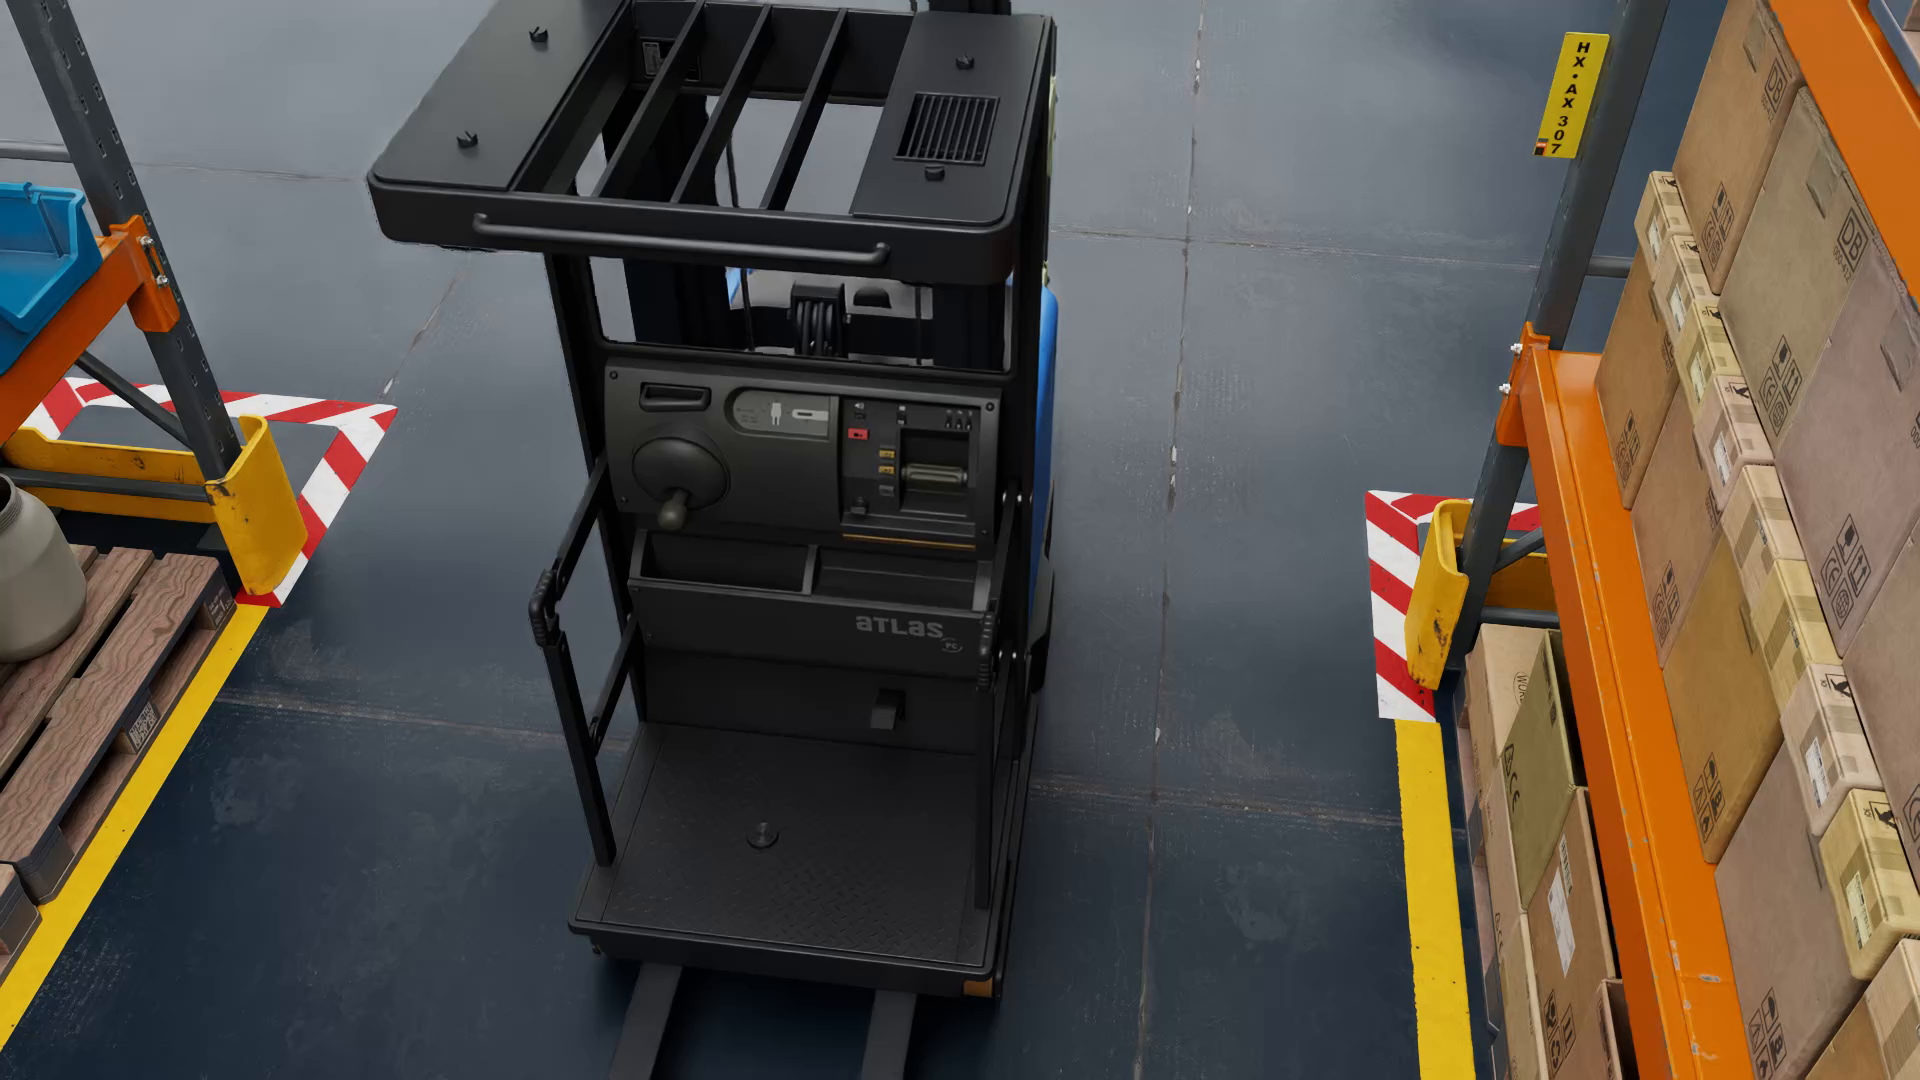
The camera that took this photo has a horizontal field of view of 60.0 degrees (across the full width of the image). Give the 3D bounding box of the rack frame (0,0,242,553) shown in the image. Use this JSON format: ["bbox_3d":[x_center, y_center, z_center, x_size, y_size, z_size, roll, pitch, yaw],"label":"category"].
[{"bbox_3d":[-2.888,-1.124,4.755,1.000,3.000,0.127,5,44,6],"label":"rack frame"}]

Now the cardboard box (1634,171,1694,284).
[{"bbox_3d":[1.756,-0.695,3.758,0.380,0.149,0.250,5,44,5],"label":"cardboard box"}]

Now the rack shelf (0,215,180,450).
[{"bbox_3d":[-3.152,0.501,3.563,1.077,0.370,4.000,5,44,6],"label":"rack shelf"}]

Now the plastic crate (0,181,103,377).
[{"bbox_3d":[-2.657,-0.701,4.417,0.499,0.251,0.616,5,44,6],"label":"plastic crate"}]

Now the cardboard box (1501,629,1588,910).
[{"bbox_3d":[1.666,0.589,4.095,0.500,0.500,0.500,5,44,6],"label":"cardboard box"}]

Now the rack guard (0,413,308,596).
[{"bbox_3d":[-2.851,-0.160,5.555,1.175,0.500,0.348,5,44,6],"label":"rack guard"}]

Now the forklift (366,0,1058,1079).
[{"bbox_3d":[-0.398,-0.106,3.730,1.130,2.935,3.031,5,44,6],"label":"forklift"}]

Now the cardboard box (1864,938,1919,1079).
[{"bbox_3d":[1.486,0.713,2.271,0.380,0.149,0.250,6,44,7],"label":"cardboard box"}]

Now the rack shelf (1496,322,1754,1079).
[{"bbox_3d":[1.757,0.953,3.085,1.077,0.370,4.000,5,44,6],"label":"rack shelf"}]

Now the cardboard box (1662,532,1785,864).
[{"bbox_3d":[1.811,0.306,3.173,0.700,0.500,0.500,6,44,6],"label":"cardboard box"}]

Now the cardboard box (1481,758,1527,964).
[{"bbox_3d":[1.668,0.861,4.353,0.500,0.250,0.500,5,44,6],"label":"cardboard box"}]

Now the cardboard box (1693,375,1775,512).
[{"bbox_3d":[1.654,-0.173,3.207,0.380,0.149,0.250,5,44,5],"label":"cardboard box"}]

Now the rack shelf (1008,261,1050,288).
[{"bbox_3d":[0.063,-0.634,5.802,0.431,0.370,0.720,5,44,6],"label":"rack shelf"}]

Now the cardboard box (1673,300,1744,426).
[{"bbox_3d":[1.690,-0.345,3.388,0.380,0.149,0.250,5,44,6],"label":"cardboard box"}]

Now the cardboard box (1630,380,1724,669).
[{"bbox_3d":[1.883,-0.032,3.529,0.700,0.500,0.500,6,44,7],"label":"cardboard box"}]

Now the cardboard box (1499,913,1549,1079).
[{"bbox_3d":[1.601,1.202,3.993,0.500,0.250,0.500,5,44,6],"label":"cardboard box"}]

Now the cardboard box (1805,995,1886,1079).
[{"bbox_3d":[1.679,1.014,2.425,0.700,0.500,0.500,6,44,6],"label":"cardboard box"}]

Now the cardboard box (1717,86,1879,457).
[{"bbox_3d":[1.876,-0.466,3.045,0.700,0.500,0.500,4,44,4],"label":"cardboard box"}]

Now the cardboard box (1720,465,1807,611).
[{"bbox_3d":[1.621,0.009,3.015,0.380,0.149,0.250,4,44,4],"label":"cardboard box"}]

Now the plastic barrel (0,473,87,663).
[{"bbox_3d":[-2.899,0.083,4.985,0.421,0.512,0.421,0,43,0],"label":"plastic barrel"}]

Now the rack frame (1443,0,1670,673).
[{"bbox_3d":[2.022,-0.671,4.277,1.000,3.000,0.127,5,44,6],"label":"rack frame"}]

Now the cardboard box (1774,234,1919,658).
[{"bbox_3d":[1.810,-0.123,2.682,0.700,0.500,0.500,5,44,6],"label":"cardboard box"}]

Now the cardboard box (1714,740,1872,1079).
[{"bbox_3d":[1.745,0.665,2.793,0.700,0.500,0.500,6,44,7],"label":"cardboard box"}]

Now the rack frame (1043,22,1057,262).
[{"bbox_3d":[0.112,-1.120,5.842,0.400,1.500,0.023,5,44,6],"label":"rack frame"}]

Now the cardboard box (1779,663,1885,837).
[{"bbox_3d":[1.552,0.353,2.652,0.380,0.149,0.250,6,44,6],"label":"cardboard box"}]

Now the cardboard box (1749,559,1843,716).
[{"bbox_3d":[1.588,0.183,2.831,0.380,0.149,0.250,5,44,5],"label":"cardboard box"}]

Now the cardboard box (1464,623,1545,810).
[{"bbox_3d":[1.730,0.520,4.713,0.500,0.250,0.500,5,44,6],"label":"cardboard box"}]

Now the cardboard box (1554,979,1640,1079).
[{"bbox_3d":[1.529,1.270,3.376,0.500,0.500,0.500,5,44,6],"label":"cardboard box"}]

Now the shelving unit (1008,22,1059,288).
[{"bbox_3d":[0.063,-0.870,5.578,0.431,1.500,0.755,5,44,6],"label":"shelving unit"}]

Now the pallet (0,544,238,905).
[{"bbox_3d":[-2.964,0.498,5.070,1.003,0.211,1.213,5,44,6],"label":"pallet"}]

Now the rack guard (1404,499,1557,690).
[{"bbox_3d":[2.025,0.220,5.154,1.175,0.500,0.348,5,44,6],"label":"rack guard"}]

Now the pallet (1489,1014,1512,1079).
[{"bbox_3d":[1.798,1.696,3.806,1.003,0.211,1.213,5,44,6],"label":"pallet"}]

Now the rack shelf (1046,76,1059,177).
[{"bbox_3d":[0.063,-1.154,5.310,0.431,0.370,0.720,5,44,6],"label":"rack shelf"}]

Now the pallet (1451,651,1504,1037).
[{"bbox_3d":[1.962,0.867,4.681,1.003,0.211,1.213,5,44,6],"label":"pallet"}]

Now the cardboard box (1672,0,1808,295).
[{"bbox_3d":[1.940,-0.825,3.424,0.700,0.500,0.500,5,44,6],"label":"cardboard box"}]

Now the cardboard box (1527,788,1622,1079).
[{"bbox_3d":[1.613,0.931,3.734,0.500,0.500,0.500,5,44,6],"label":"cardboard box"}]

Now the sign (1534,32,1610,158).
[{"bbox_3d":[1.472,-1.069,4.010,0.100,0.325,0.005,5,44,6],"label":"sign"}]

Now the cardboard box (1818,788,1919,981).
[{"bbox_3d":[1.518,0.532,2.462,0.380,0.149,0.250,7,44,7],"label":"cardboard box"}]

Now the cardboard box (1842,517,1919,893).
[{"bbox_3d":[1.744,0.219,2.321,0.700,0.500,0.500,5,44,6],"label":"cardboard box"}]

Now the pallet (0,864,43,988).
[{"bbox_3d":[-3.128,1.327,4.195,1.003,0.211,1.213,5,44,6],"label":"pallet"}]

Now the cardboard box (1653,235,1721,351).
[{"bbox_3d":[1.724,-0.515,3.568,0.380,0.149,0.250,4,44,4],"label":"cardboard box"}]

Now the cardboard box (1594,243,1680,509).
[{"bbox_3d":[1.947,-0.390,3.908,0.700,0.500,0.500,5,44,6],"label":"cardboard box"}]
